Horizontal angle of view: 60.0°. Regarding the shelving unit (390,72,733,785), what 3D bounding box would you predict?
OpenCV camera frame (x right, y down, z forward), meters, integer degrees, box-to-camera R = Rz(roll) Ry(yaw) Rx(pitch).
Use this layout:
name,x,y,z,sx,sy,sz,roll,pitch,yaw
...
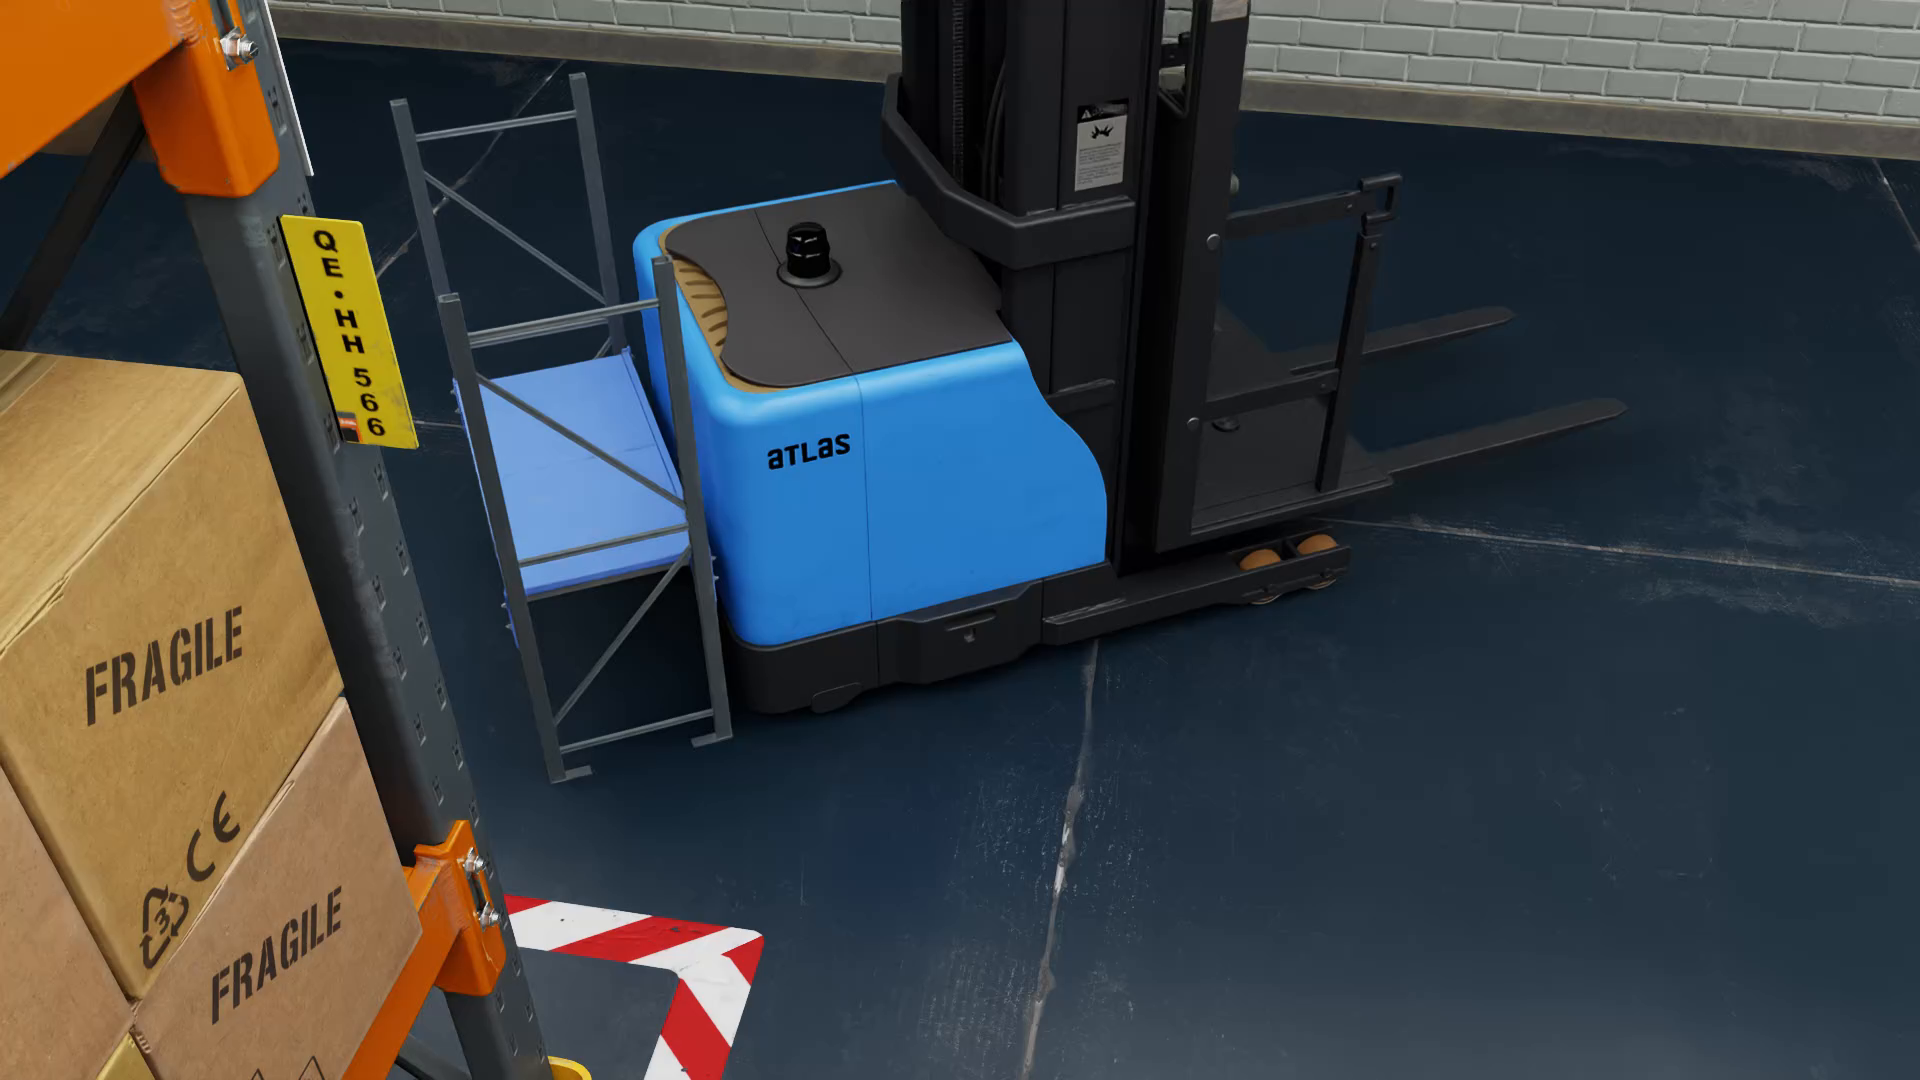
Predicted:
name,x,y,z,sx,sy,sz,roll,pitch,yaw
shelving unit,-1.043,-0.289,4.422,0.538,1.500,1.048,-13,41,-16

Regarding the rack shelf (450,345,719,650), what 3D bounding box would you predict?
name,x,y,z,sx,sy,sz,roll,pitch,yaw
rack shelf,-1.043,-0.150,4.537,0.538,0.185,1.000,-13,41,-16

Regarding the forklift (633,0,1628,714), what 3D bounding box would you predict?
name,x,y,z,sx,sy,sz,roll,pitch,yaw
forklift,0.646,-1.236,4.445,3.031,2.935,1.130,-14,42,-16

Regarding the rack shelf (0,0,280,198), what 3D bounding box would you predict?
name,x,y,z,sx,sy,sz,roll,pitch,yaw
rack shelf,-1.634,0.623,0.353,1.077,0.370,4.000,6,40,8

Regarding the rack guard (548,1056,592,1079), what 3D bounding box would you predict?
name,x,y,z,sx,sy,sz,roll,pitch,yaw
rack guard,-1.301,1.257,3.337,1.175,0.500,0.348,6,40,8

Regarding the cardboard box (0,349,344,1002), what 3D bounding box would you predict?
name,x,y,z,sx,sy,sz,roll,pitch,yaw
cardboard box,-1.094,0.132,1.873,0.500,0.500,0.500,6,40,7

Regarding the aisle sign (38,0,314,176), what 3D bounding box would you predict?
name,x,y,z,sx,sy,sz,roll,pitch,yaw
aisle sign,-0.974,-0.765,1.781,0.394,0.787,0.004,6,40,8

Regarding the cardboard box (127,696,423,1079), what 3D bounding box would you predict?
name,x,y,z,sx,sy,sz,roll,pitch,yaw
cardboard box,-1.097,0.519,2.190,0.500,0.500,0.500,8,40,9

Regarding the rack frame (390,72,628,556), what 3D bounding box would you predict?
name,x,y,z,sx,sy,sz,roll,pitch,yaw
rack frame,-1.220,-0.592,4.790,0.500,1.500,0.032,-13,41,-16

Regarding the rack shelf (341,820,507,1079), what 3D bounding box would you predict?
name,x,y,z,sx,sy,sz,roll,pitch,yaw
rack shelf,-1.634,1.779,1.309,1.077,0.370,4.000,6,40,8

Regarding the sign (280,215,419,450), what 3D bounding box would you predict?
name,x,y,z,sx,sy,sz,roll,pitch,yaw
sign,-0.745,-0.248,2.039,0.100,0.325,0.005,6,40,8

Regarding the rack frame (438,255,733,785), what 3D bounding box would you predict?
name,x,y,z,sx,sy,sz,roll,pitch,yaw
rack frame,-0.866,0.015,4.055,0.500,1.500,0.032,-13,41,-16

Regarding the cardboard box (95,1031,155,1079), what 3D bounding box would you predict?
name,x,y,z,sx,sy,sz,roll,pitch,yaw
cardboard box,-1.184,0.845,1.796,0.500,0.500,0.500,7,40,8

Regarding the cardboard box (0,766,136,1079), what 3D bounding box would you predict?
name,x,y,z,sx,sy,sz,roll,pitch,yaw
cardboard box,-1.181,0.449,1.490,0.500,0.500,0.500,7,40,9
